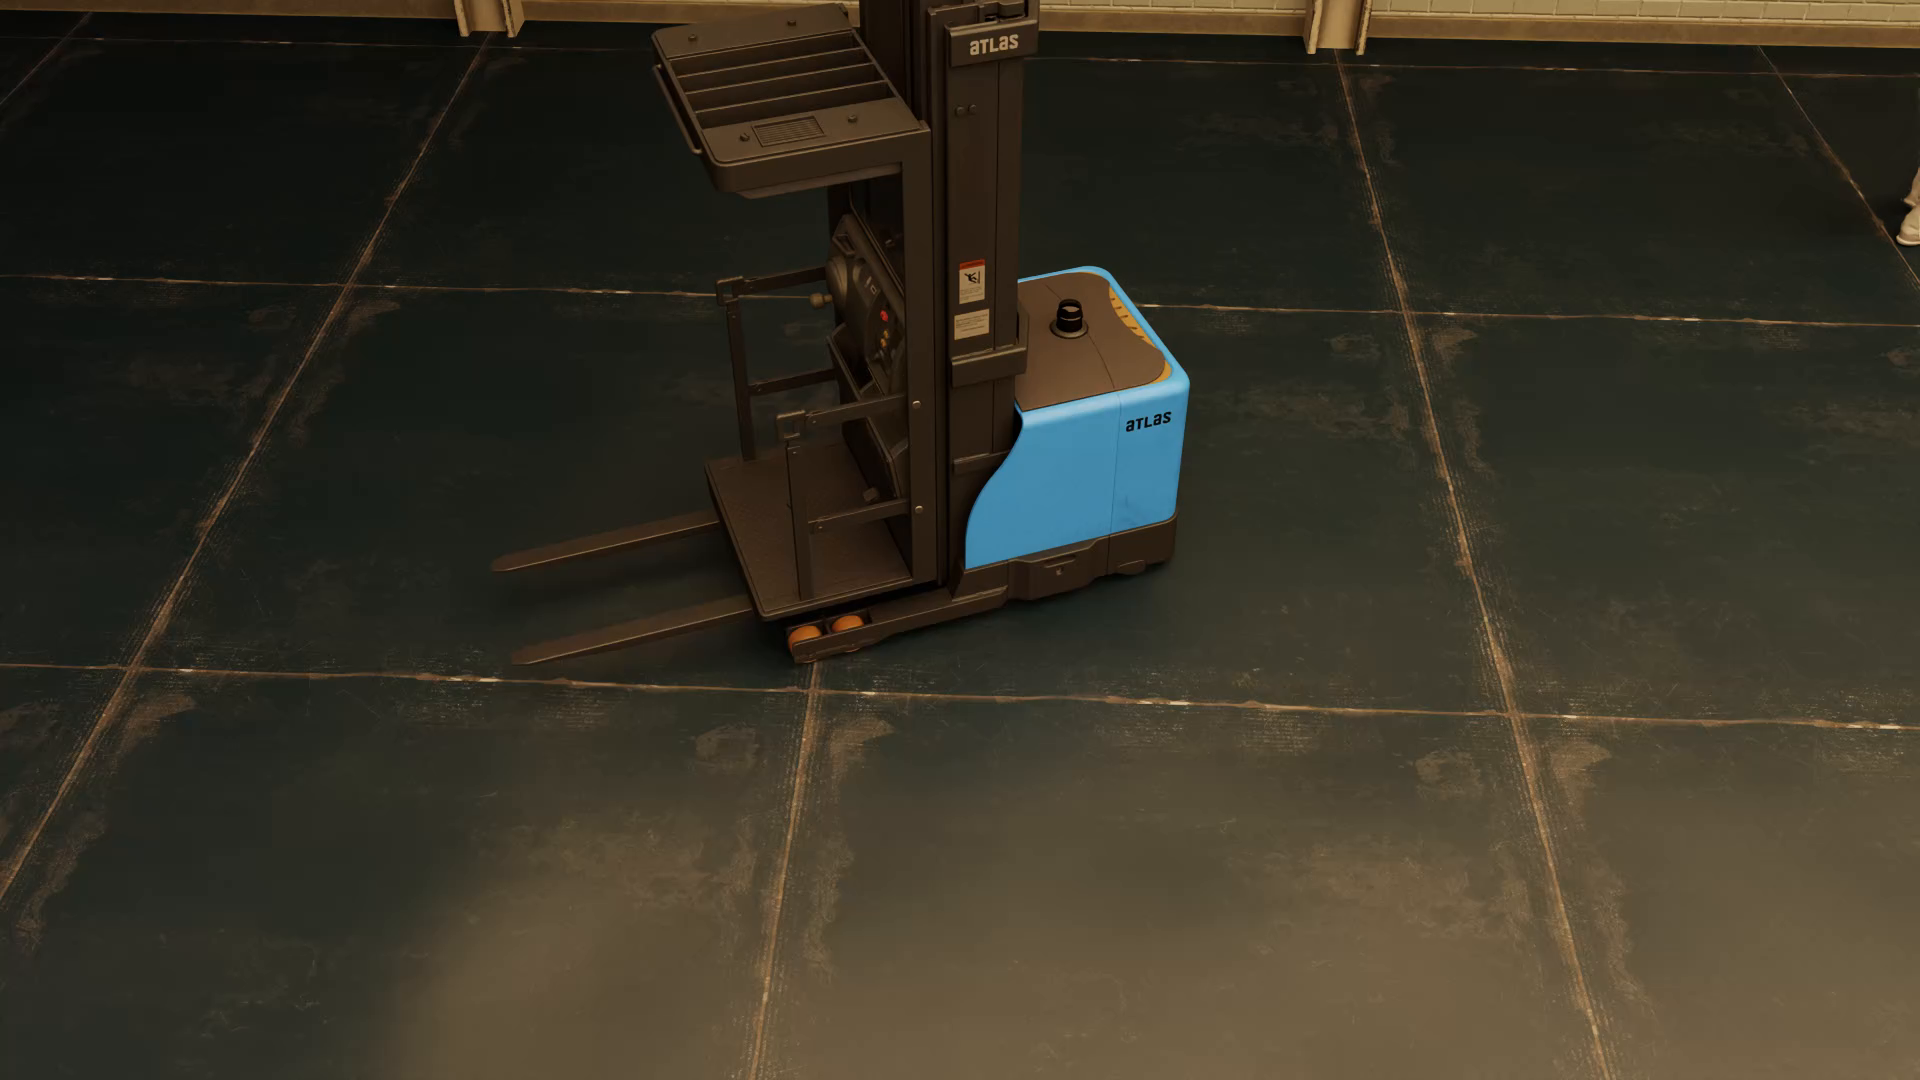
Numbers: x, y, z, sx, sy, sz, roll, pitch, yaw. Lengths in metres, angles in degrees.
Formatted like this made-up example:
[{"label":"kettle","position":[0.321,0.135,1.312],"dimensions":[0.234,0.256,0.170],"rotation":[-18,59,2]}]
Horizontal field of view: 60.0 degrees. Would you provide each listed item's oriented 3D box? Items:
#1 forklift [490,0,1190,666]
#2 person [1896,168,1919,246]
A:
[{"label":"forklift","position":[-0.573,-0.945,6.778],"dimensions":[3.031,2.935,1.130],"rotation":[-13,44,-14]},{"label":"person","position":[5.773,-2.469,9.393],"dimensions":[0.535,1.816,0.636],"rotation":[-9,43,-10]}]
